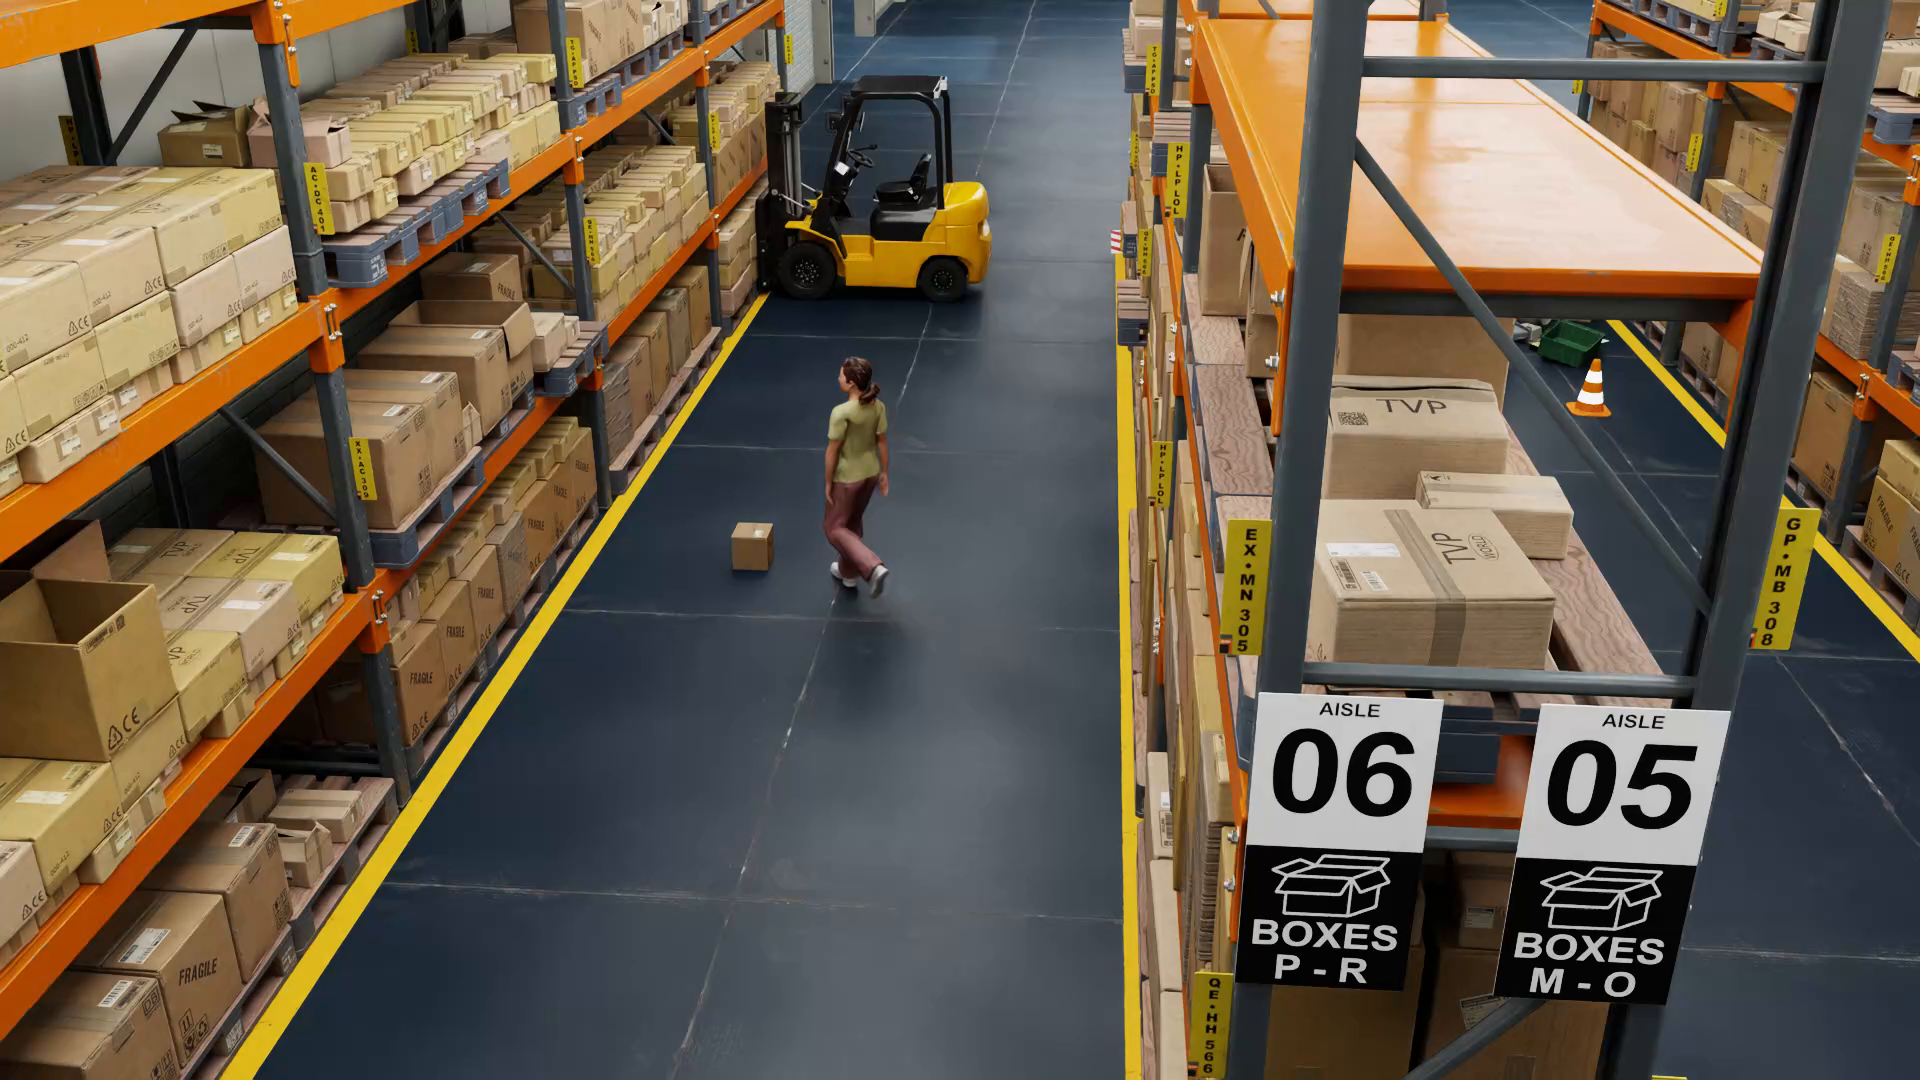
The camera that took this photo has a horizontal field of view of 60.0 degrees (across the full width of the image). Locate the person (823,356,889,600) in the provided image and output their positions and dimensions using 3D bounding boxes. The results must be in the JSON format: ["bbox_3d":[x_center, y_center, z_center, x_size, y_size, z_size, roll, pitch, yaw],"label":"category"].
[{"bbox_3d":[-0.670,-0.395,10.849,0.471,1.642,0.779,-19,31,-36],"label":"person"}]
